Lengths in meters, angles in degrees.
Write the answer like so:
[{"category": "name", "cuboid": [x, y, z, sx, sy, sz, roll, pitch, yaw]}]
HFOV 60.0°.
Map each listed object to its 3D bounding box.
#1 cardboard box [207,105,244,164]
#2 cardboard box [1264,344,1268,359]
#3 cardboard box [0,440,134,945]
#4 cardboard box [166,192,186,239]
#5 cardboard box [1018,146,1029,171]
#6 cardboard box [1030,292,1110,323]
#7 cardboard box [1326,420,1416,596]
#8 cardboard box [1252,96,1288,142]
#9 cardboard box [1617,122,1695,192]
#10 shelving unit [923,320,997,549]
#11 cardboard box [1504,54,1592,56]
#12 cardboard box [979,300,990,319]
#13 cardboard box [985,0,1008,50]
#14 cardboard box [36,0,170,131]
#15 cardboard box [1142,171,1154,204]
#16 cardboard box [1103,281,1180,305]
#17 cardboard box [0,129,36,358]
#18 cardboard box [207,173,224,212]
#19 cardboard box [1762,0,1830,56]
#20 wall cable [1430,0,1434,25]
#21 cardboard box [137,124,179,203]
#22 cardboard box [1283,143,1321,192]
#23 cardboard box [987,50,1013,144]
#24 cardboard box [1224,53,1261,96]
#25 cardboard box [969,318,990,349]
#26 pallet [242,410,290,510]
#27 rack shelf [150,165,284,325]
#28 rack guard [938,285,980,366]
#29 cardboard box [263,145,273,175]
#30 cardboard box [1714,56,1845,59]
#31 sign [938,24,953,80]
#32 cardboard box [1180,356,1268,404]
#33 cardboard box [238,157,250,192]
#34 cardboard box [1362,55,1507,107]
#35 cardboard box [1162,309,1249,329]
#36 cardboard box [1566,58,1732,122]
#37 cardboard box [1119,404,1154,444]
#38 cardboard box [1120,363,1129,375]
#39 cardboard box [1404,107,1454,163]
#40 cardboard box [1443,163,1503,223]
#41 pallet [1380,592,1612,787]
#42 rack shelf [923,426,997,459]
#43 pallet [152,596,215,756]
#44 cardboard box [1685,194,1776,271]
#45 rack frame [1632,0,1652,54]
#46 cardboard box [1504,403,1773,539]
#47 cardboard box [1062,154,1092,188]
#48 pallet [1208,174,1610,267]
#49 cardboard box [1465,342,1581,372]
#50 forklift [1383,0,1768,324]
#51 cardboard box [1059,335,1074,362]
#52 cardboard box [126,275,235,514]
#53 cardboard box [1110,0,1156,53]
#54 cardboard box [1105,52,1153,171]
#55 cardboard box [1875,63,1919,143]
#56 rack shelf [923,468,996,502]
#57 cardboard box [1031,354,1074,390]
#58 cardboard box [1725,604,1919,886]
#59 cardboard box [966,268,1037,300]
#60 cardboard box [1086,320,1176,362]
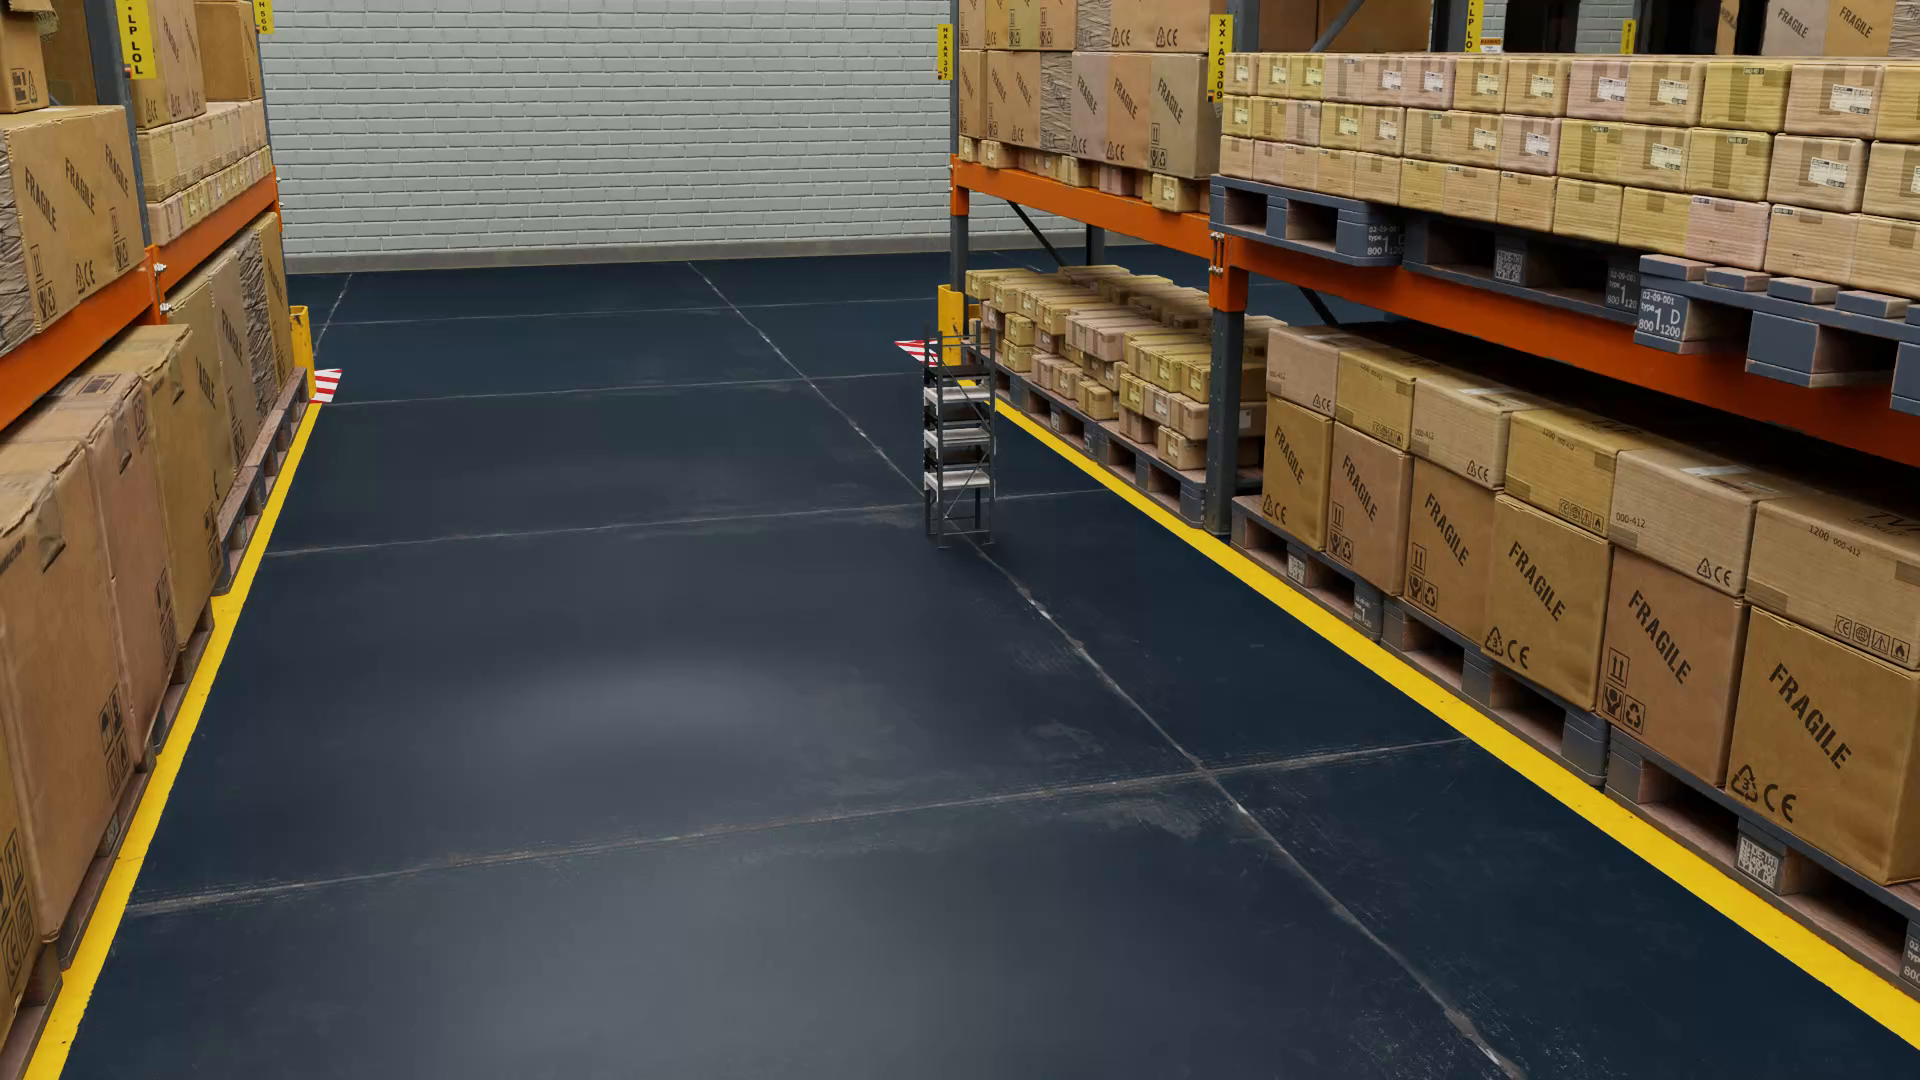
[{"category": "cardboard box", "cuboid": [-3.695, -1.920, 7.875, 0.500, 0.250, 0.500, -5, 18, -17]}, {"category": "cardboard box", "cuboid": [1.620, -0.815, 7.642, 0.380, 0.149, 0.250, -4, 17, -13]}, {"category": "cardboard box", "cuboid": [-2.571, 0.346, 3.550, 1.225, 0.875, 0.875, -5, 17, -15]}, {"category": "cardboard box", "cuboid": [-3.097, -1.198, 6.163, 0.380, 0.149, 0.250, -5, 18, -17]}, {"category": "cardboard box", "cuboid": [0.544, -2.166, 9.384, 0.380, 0.149, 0.250, -4, 17, -13]}, {"category": "cardboard box", "cuboid": [0.604, -1.271, 9.160, 0.380, 0.149, 0.250, -4, 17, -13]}, {"category": "cardboard box", "cuboid": [1.629, -0.134, 5.799, 0.500, 0.500, 0.500, -4, 17, -13]}, {"category": "cardboard box", "cuboid": [1.273, -1.508, 5.948, 0.380, 0.149, 0.250, -5, 17, -16]}, {"category": "cardboard box", "cuboid": [1.841, -0.935, 4.039, 0.380, 0.149, 0.250, -5, 17, -15]}, {"category": "shelving unit", "cuboid": [-0.002, -0.433, 6.830, 0.258, 0.900, 0.210, -5, 17, -15]}, {"category": "cardboard box", "cuboid": [2.048, -1.553, 5.582, 0.380, 0.149, 0.250, -5, 17, -15]}, {"category": "cardboard box", "cuboid": [0.332, -1.421, 10.177, 0.380, 0.149, 0.250, -4, 17, -13]}, {"category": "cardboard box", "cuboid": [0.447, -2.993, 9.273, 0.500, 0.500, 0.500, -4, 17, -14]}, {"category": "cardboard box", "cuboid": [-3.149, -1.720, 5.904, 0.500, 0.500, 0.500, -5, 17, -15]}, {"category": "cardboard box", "cuboid": [1.039, -1.583, 7.445, 0.380, 0.149, 0.250, -4, 17, -13]}, {"category": "cardboard box", "cuboid": [1.041, -1.390, 9.557, 0.380, 0.149, 0.250, -5, 18, -17]}, {"category": "cardboard box", "cuboid": [-2.459, -0.657, 3.752, 0.500, 0.500, 0.500, -5, 17, -15]}, {"category": "cardboard box", "cuboid": [-3.381, -1.484, 7.114, 0.380, 0.149, 0.250, -4, 17, -15]}, {"category": "cardboard box", "cuboid": [5.322, -3.115, 10.195, 0.500, 0.500, 0.500, -5, 17, -16]}, {"category": "wall cable", "cuboid": [4.955, -5.187, 17.241, 0.588, 1.984, 0.122, -5, 17, -15]}, {"category": "cardboard box", "cuboid": [-3.140, -1.359, 6.005, 0.500, 0.250, 0.500, -5, 17, -16]}, {"category": "cardboard box", "cuboid": [1.346, -1.291, 5.744, 0.380, 0.149, 0.250, -5, 17, -15]}, {"category": "cardboard box", "cuboid": [0.464, -2.506, 9.391, 0.500, 0.500, 0.500, -5, 17, -15]}, {"category": "cardboard box", "cuboid": [1.200, -1.722, 6.143, 0.380, 0.149, 0.250, -4, 17, -12]}, {"category": "cardboard box", "cuboid": [0.271, -1.274, 10.204, 0.380, 0.149, 0.250, -4, 17, -14]}, {"category": "pallet", "cuboid": [-3.736, -0.357, 7.772, 1.003, 0.211, 1.213, -5, 17, -15]}, {"category": "rack shelf", "cuboid": [-3.813, -1.346, 7.470, 1.077, 0.370, 4.000, -5, 17, -15]}, {"category": "rack guard", "cuboid": [0.455, -1.390, 10.710, 1.175, 0.500, 0.348, -5, 17, -15]}, {"category": "cardboard box", "cuboid": [-3.948, -2.051, 9.003, 0.380, 0.149, 0.250, -4, 17, -14]}, {"category": "cardboard box", "cuboid": [2.330, -1.268, 4.630, 0.380, 0.149, 0.250, -4, 17, -14]}, {"category": "sign", "cuboid": [-0.087, -2.980, 10.153, 0.100, 0.325, 0.005, -5, 17, -15]}, {"category": "cardboard box", "cuboid": [1.186, -0.700, 7.260, 0.380, 0.149, 0.250, -4, 17, -14]}, {"category": "cardboard box", "cuboid": [-3.666, -1.769, 8.063, 0.380, 0.149, 0.250, -5, 17, -16]}, {"category": "cardboard box", "cuboid": [1.487, -1.434, 5.186, 0.380, 0.149, 0.250, -5, 17, -16]}, {"category": "cardboard box", "cuboid": [1.263, -1.097, 8.581, 0.380, 0.149, 0.250, -5, 18, -18]}, {"category": "cardboard box", "cuboid": [1.781, -1.143, 4.216, 0.380, 0.149, 0.250, -5, 17, -15]}, {"category": "cardboard box", "cuboid": [0.973, -0.565, 7.846, 0.380, 0.149, 0.250, -5, 18, -17]}, {"category": "cardboard box", "cuboid": [0.990, -0.766, 7.995, 0.380, 0.149, 0.250, -5, 17, -15]}, {"category": "cardboard box", "cuboid": [1.565, -1.217, 4.979, 0.380, 0.149, 0.250, -5, 17, -16]}, {"category": "cardboard box", "cuboid": [1.630, -1.006, 4.795, 0.380, 0.149, 0.250, -6, 18, -18]}, {"category": "pallet", "cuboid": [2.088, 0.387, 5.296, 1.003, 0.211, 1.213, -5, 17, -15]}, {"category": "rack shelf", "cuboid": [-0.002, -0.401, 6.840, 0.258, 0.077, 0.200, -5, 17, -15]}, {"category": "pallet", "cuboid": [-2.979, 0.406, 5.235, 1.003, 0.211, 1.213, -5, 17, -15]}, {"category": "cardboard box", "cuboid": [1.918, -0.716, 3.829, 0.380, 0.149, 0.250, -4, 17, -14]}, {"category": "rack frame", "cuboid": [5.166, -3.027, 11.816, 1.000, 3.000, 0.127, -5, 17, -15]}, {"category": "cardboard box", "cuboid": [1.919, -0.207, 4.740, 0.500, 0.250, 0.500, -4, 17, -14]}, {"category": "cardboard box", "cuboid": [0.731, -1.869, 8.395, 0.380, 0.149, 0.250, -4, 17, -14]}, {"category": "pallet", "cuboid": [1.604, -1.187, 6.023, 1.003, 0.211, 1.213, -5, 17, -15]}, {"category": "cardboard box", "cuboid": [2.110, -0.535, 5.832, 0.500, 0.250, 0.500, -4, 17, -13]}, {"category": "forklift", "cuboid": [3.004, -1.556, 7.038, 1.130, 2.935, 3.031, -4, 17, -14]}, {"category": "cardboard box", "cuboid": [0.750, -1.063, 8.985, 0.380, 0.149, 0.250, -4, 17, -12]}, {"category": "cardboard box", "cuboid": [-3.368, -0.510, 6.399, 0.875, 0.875, 0.875, -5, 17, -15]}, {"category": "cardboard box", "cuboid": [0.997, -2.422, 7.372, 0.500, 0.500, 0.500, -5, 18, -17]}, {"category": "cardboard box", "cuboid": [0.988, -1.947, 7.529, 0.500, 0.500, 0.500, -5, 17, -17]}, {"category": "cardboard box", "cuboid": [2.057, -0.860, 3.275, 0.380, 0.149, 0.250, -5, 18, -17]}, {"category": "rack shelf", "cuboid": [-0.002, -0.229, 6.891, 0.258, 0.077, 0.200, -5, 17, -15]}, {"category": "cardboard box", "cuboid": [0.608, -0.921, 9.031, 0.380, 0.149, 0.250, -6, 18, -18]}, {"category": "cardboard box", "cuboid": [2.201, 0.439, 3.890, 0.500, 0.500, 0.500, -5, 17, -16]}, {"category": "cardboard box", "cuboid": [0.252, -1.557, 10.113, 0.380, 0.149, 0.250, -6, 18, -18]}, {"category": "cardboard box", "cuboid": [0.842, -0.982, 8.197, 0.380, 0.149, 0.250, -6, 18, -18]}]
